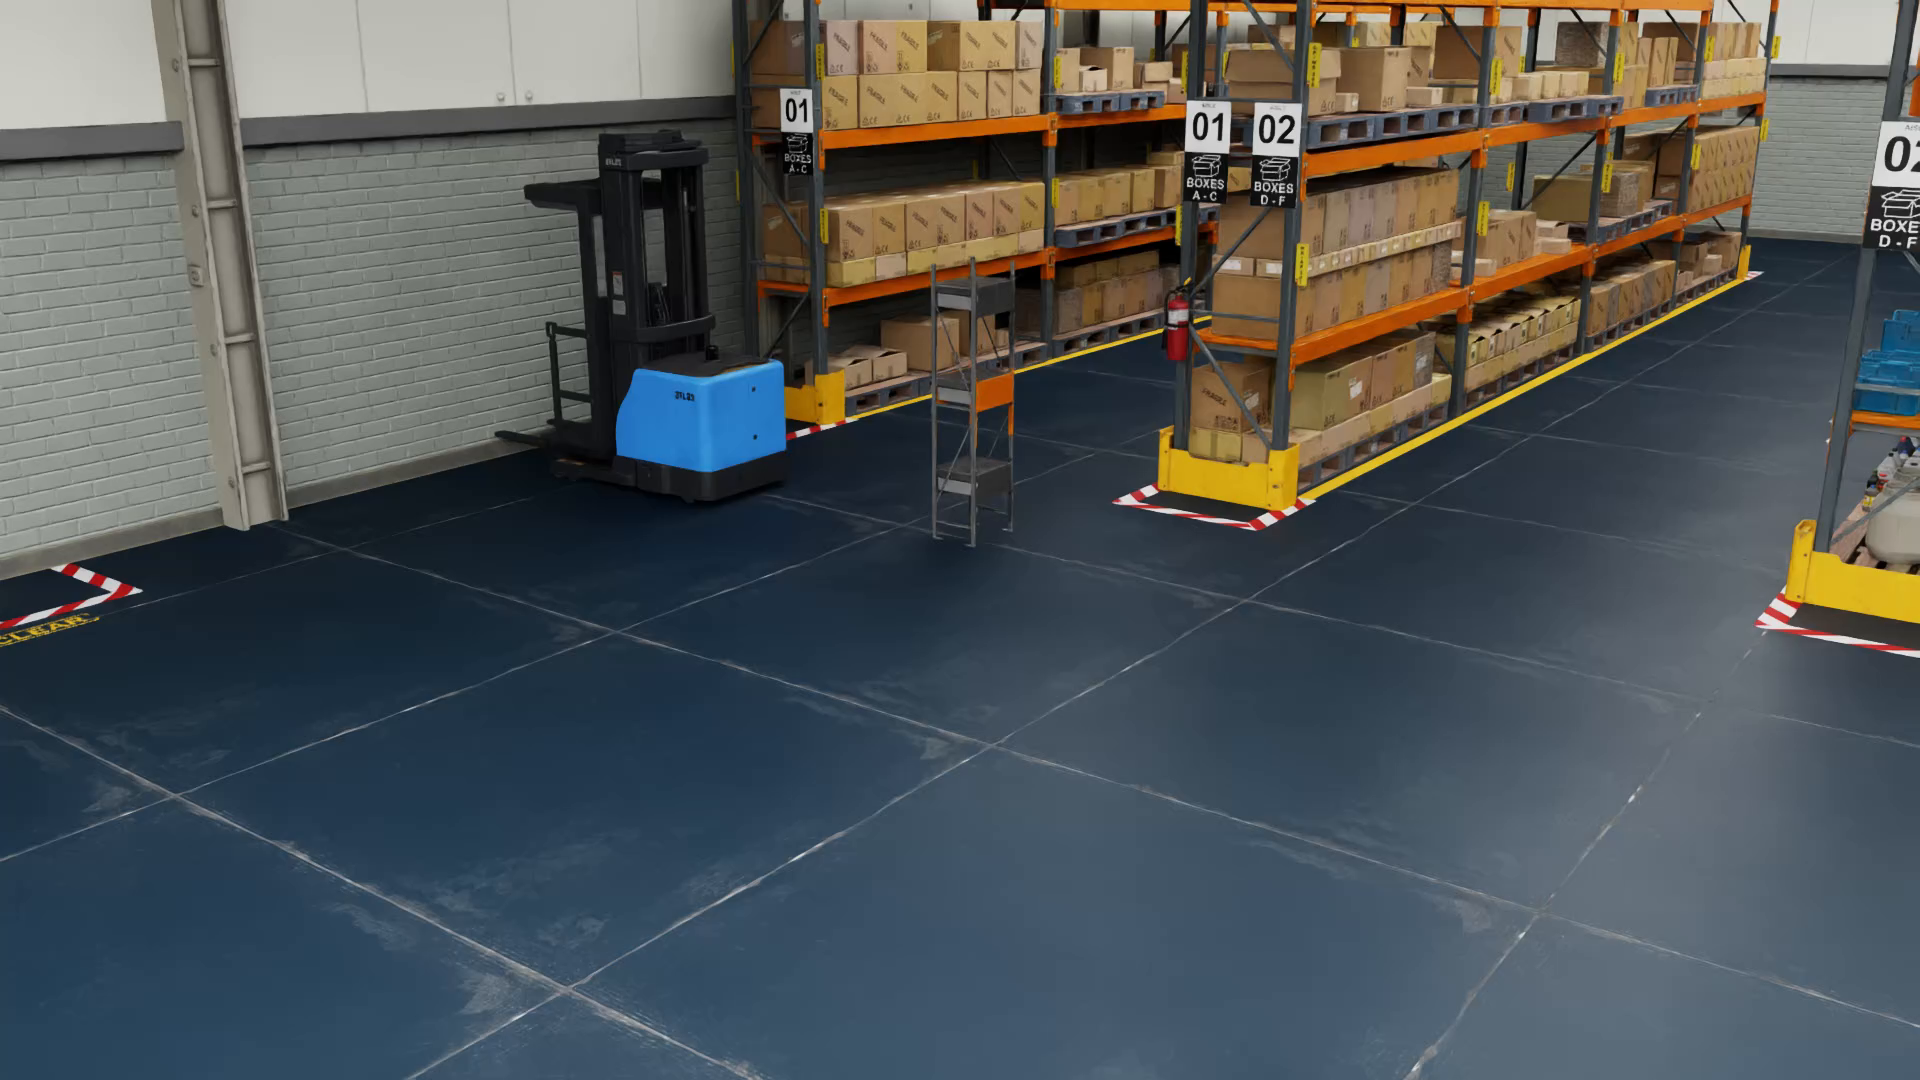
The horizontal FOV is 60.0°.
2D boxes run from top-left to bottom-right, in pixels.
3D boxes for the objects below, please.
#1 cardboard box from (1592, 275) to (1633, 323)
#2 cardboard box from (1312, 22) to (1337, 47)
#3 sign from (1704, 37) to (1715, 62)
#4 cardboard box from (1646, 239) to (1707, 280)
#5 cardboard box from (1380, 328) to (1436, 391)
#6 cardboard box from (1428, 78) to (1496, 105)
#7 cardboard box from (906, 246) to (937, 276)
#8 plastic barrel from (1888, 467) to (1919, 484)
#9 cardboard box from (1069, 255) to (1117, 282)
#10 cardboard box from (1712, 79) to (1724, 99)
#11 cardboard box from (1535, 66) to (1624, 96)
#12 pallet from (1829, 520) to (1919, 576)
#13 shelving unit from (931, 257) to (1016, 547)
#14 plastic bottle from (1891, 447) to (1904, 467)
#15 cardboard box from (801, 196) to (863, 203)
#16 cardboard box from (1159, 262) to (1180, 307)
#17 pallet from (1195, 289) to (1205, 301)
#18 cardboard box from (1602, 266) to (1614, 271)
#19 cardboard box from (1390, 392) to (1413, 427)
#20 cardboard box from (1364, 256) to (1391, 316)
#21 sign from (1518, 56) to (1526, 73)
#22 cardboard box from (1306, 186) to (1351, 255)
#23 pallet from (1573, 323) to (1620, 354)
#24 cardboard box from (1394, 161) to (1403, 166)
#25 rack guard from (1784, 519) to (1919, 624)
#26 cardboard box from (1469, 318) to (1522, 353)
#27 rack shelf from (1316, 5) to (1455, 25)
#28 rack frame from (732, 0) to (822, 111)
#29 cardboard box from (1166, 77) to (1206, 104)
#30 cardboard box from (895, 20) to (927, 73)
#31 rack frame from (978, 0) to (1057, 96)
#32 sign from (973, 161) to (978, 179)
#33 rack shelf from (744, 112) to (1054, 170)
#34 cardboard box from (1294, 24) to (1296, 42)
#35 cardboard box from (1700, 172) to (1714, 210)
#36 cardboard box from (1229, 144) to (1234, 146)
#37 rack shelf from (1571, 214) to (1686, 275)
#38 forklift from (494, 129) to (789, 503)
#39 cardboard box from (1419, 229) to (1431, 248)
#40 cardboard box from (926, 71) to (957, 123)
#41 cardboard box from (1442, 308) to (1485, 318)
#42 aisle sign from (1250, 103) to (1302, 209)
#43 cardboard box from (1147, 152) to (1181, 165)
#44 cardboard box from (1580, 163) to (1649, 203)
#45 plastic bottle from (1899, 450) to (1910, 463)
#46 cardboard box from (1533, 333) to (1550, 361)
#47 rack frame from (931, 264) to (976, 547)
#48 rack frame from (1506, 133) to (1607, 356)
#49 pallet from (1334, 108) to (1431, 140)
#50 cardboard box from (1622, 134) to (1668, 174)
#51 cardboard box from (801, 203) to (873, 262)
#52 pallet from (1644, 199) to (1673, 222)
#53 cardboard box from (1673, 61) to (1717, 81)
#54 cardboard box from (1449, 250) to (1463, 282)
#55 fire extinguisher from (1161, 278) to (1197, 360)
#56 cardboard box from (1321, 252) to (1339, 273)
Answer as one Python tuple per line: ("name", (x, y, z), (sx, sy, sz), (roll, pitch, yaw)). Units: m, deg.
("cardboard box", (8.120, -3.035, 20.933), (0.500, 0.500, 0.500), (12, 21, 34))
("cardboard box", (5.640, -7.719, 25.596), (0.500, 0.500, 0.500), (12, 21, 34))
("sign", (9.840, -6.440, 21.829), (0.100, 0.325, 0.005), (12, 21, 35))
("cardboard box", (10.507, -4.136, 24.471), (0.797, 0.503, 0.637), (12, 21, 35))
("cardboard box", (4.217, -1.743, 15.964), (0.500, 0.500, 0.500), (12, 21, 35))
("cardboard box", (5.000, -4.470, 16.569), (0.500, 0.250, 0.500), (15, 23, 40))
("cardboard box", (-0.587, -2.930, 17.341), (0.500, 0.250, 0.500), (12, 21, 34))
("plastic barrel", (6.847, -0.237, 11.936), (0.421, 0.512, 0.421), (0, 17, 0))
("cardboard box", (1.637, -3.421, 20.911), (0.500, 0.250, 0.500), (12, 21, 33))
("cardboard box", (10.182, -6.221, 22.913), (0.500, 0.250, 0.500), (12, 21, 35))
("cardboard box", (7.242, -5.307, 19.548), (0.910, 0.500, 0.500), (12, 21, 35))
("pallet", (6.714, 0.178, 11.816), (1.003, 0.211, 1.213), (12, 21, 35))
("shelving unit", (0.099, -1.042, 12.559), (0.431, 2.100, 0.503), (12, 21, 35))
("plastic bottle", (7.421, -0.568, 13.239), (0.144, 0.351, 0.185), (12, 21, 34))
("cardboard box", (-1.321, -3.250, 17.105), (0.500, 0.500, 0.500), (13, 21, 35))
("cardboard box", (2.641, -3.427, 22.194), (0.700, 0.500, 0.500), (13, 21, 35))
("pallet", (3.558, -3.434, 23.446), (1.003, 0.211, 1.213), (12, 21, 35))
("cardboard box", (8.295, -3.367, 22.001), (0.500, 0.500, 0.500), (13, 21, 35))
("cardboard box", (3.933, -1.263, 15.682), (0.500, 0.250, 0.500), (12, 21, 35))
("cardboard box", (3.451, -2.337, 15.043), (0.700, 0.500, 0.500), (13, 22, 36))
("sign", (6.574, -5.492, 19.443), (0.100, 0.325, 0.005), (12, 21, 35))
("cardboard box", (2.871, -2.726, 14.109), (0.700, 0.500, 0.500), (12, 21, 33))
("pallet", (7.484, -2.556, 20.619), (1.003, 0.211, 1.213), (12, 21, 35))
("cardboard box", (6.613, -6.161, 27.021), (0.980, 0.700, 0.700), (11, 20, 32))
("rack guard", (6.225, 0.232, 11.153), (1.175, 0.500, 0.348), (12, 21, 35))
("cardboard box", (5.682, -2.215, 17.803), (0.500, 0.311, 0.500), (12, 21, 33))
("rack shelf", (6.603, -8.351, 26.348), (1.077, 0.370, 4.000), (12, 21, 35))
("rack frame", (-1.739, -5.551, 15.445), (1.000, 3.000, 0.127), (12, 21, 35))
("cardboard box", (2.816, -5.771, 21.330), (0.500, 0.311, 0.500), (12, 21, 35))
("cardboard box", (-0.678, -4.936, 16.636), (0.500, 0.500, 0.500), (13, 22, 36))
("rack frame", (0.645, -6.503, 18.513), (1.000, 3.000, 0.127), (12, 21, 35))
("sign", (0.197, -4.289, 19.544), (0.100, 0.325, 0.005), (12, 21, 35))
("rack shelf", (-0.547, -4.251, 17.530), (1.077, 0.370, 4.000), (12, 21, 35))
("cardboard box", (4.782, -7.406, 24.302), (0.500, 0.250, 0.500), (14, 22, 39))
("cardboard box", (10.217, -4.913, 23.338), (0.500, 0.500, 0.500), (13, 21, 36))
("cardboard box", (3.523, -5.218, 22.521), (0.500, 0.250, 0.500), (13, 22, 36))
("rack shelf", (8.200, -3.849, 21.295), (1.077, 0.370, 4.000), (12, 21, 35))
("forklift", (-2.964, -2.021, 14.311), (3.031, 2.935, 1.130), (12, 21, 33))
("cardboard box", (4.177, -2.835, 15.552), (0.380, 0.149, 0.250), (12, 21, 35))
("cardboard box", (-0.382, -4.588, 17.201), (0.500, 0.500, 0.500), (14, 22, 38))
("cardboard box", (5.543, -2.429, 18.490), (0.500, 0.311, 0.500), (12, 21, 34))
("aisle sign", (2.449, -2.983, 12.908), (0.394, 0.787, 0.004), (12, 21, 35))
("cardboard box", (2.667, -4.992, 21.757), (0.380, 0.149, 0.250), (9, 19, 26))
("cardboard box", (8.571, -4.669, 21.846), (0.500, 0.500, 0.700), (-16, 23, -42))
("plastic bottle", (7.617, -0.589, 13.442), (0.097, 0.271, 0.097), (0, 17, 0))
("cardboard box", (6.285, -2.193, 18.676), (0.500, 0.250, 0.500), (13, 21, 36))
("rack frame", (-0.047, -0.984, 12.372), (0.400, 2.100, 0.015), (12, 21, 35))
("rack frame", (7.009, -3.717, 19.654), (1.000, 3.000, 0.127), (12, 21, 35))
("pallet", (3.411, -3.657, 14.554), (1.003, 0.211, 1.213), (12, 21, 35))
("cardboard box", (9.485, -5.361, 23.094), (0.500, 0.500, 0.500), (13, 21, 35))
("cardboard box", (-1.213, -3.042, 16.438), (0.500, 0.500, 0.500), (12, 21, 35))
("pallet", (8.828, -4.407, 22.200), (1.003, 0.211, 1.213), (12, 21, 35))
("cardboard box", (9.881, -6.341, 22.457), (0.500, 0.250, 0.500), (12, 21, 35))
("cardboard box", (4.884, -2.817, 17.011), (0.500, 0.250, 0.500), (14, 22, 38))
("fire extinguisher", (1.799, -1.828, 13.704), (0.296, 0.674, 0.183), (12, 21, 35))
("cardboard box", (2.954, -2.347, 13.980), (0.380, 0.149, 0.250), (13, 21, 35))
